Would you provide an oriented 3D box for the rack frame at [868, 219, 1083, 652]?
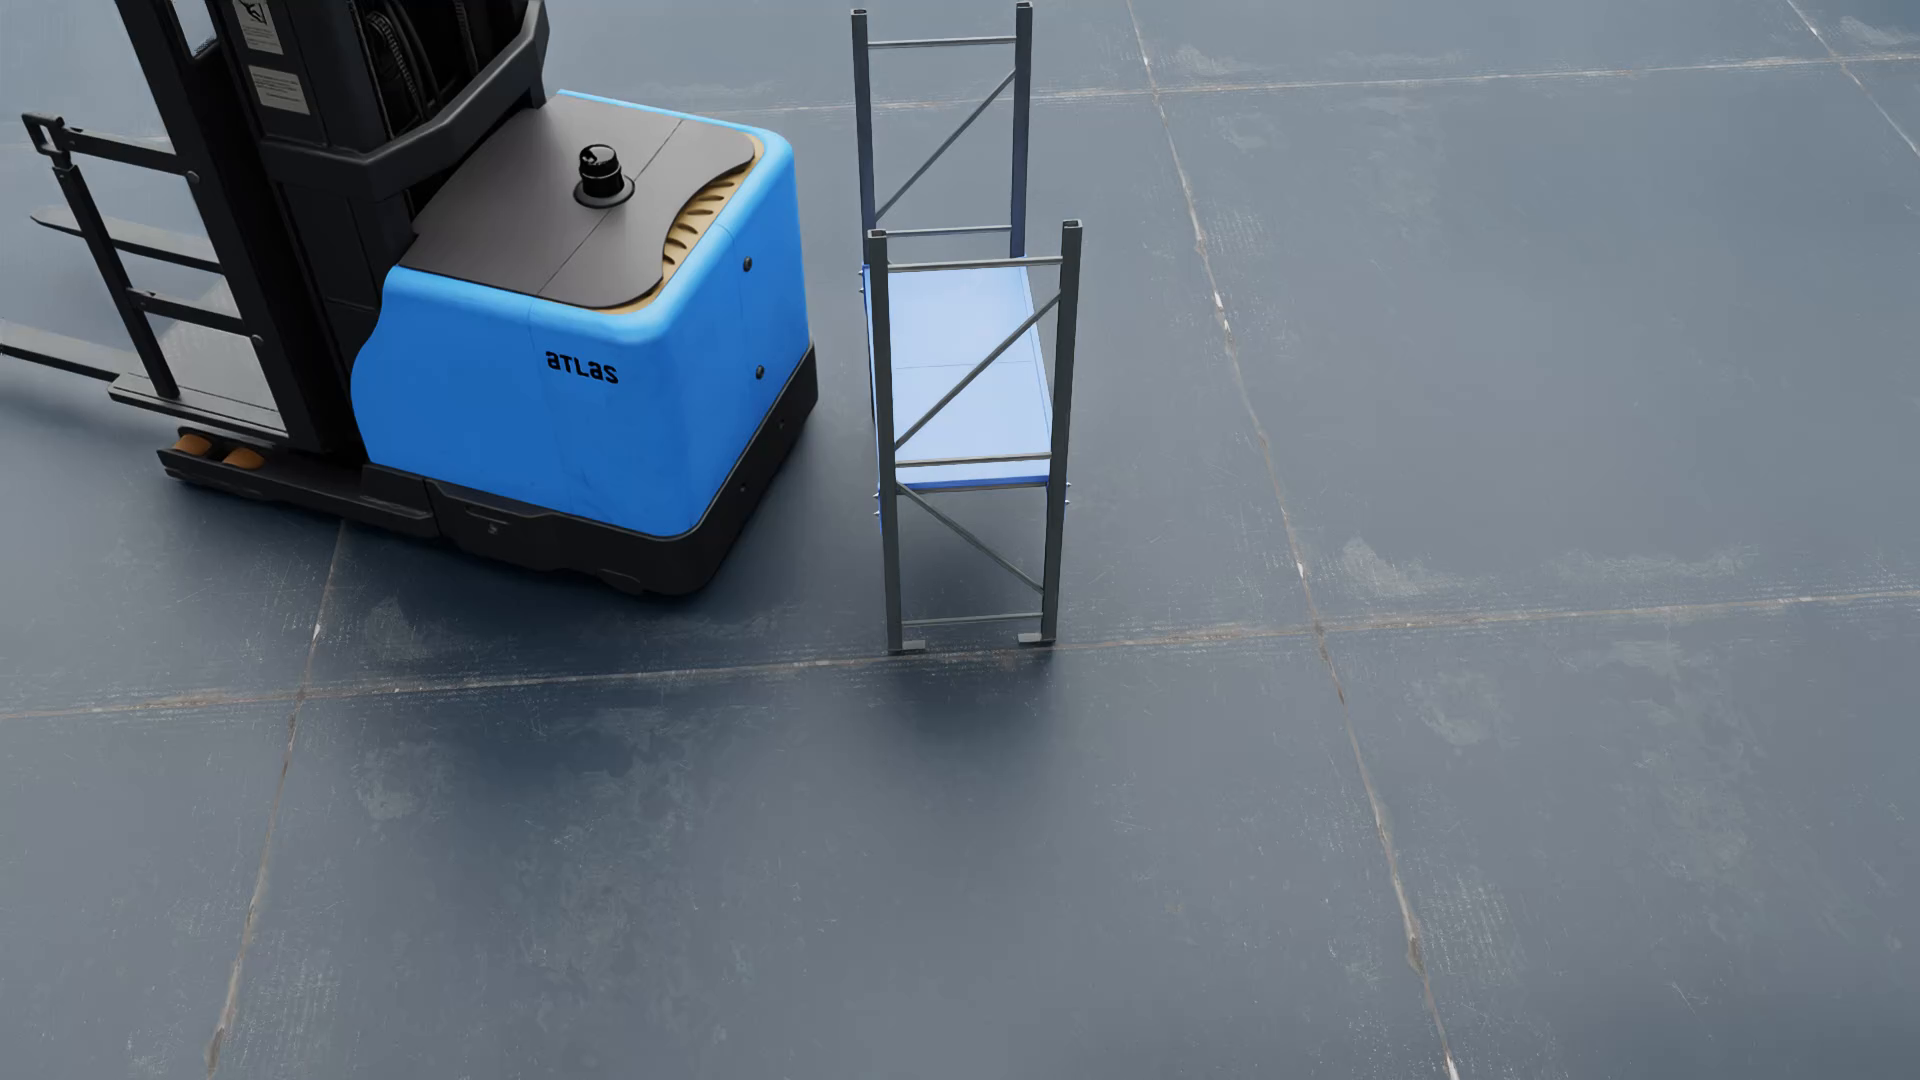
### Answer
[{"bbox_3d":[0.035,-0.210,4.416,0.500,1.500,0.032,-3,47,-3],"label":"rack frame"}]

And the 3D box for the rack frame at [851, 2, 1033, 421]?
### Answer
[{"bbox_3d":[-0.050,-0.945,5.112,0.500,1.500,0.032,-3,47,-3],"label":"rack frame"}]

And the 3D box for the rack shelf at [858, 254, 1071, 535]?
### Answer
[{"bbox_3d":[-0.007,-0.454,4.895,0.538,0.185,1.000,-3,47,-3],"label":"rack shelf"}]

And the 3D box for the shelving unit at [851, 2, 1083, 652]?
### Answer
[{"bbox_3d":[-0.007,-0.577,4.764,0.538,1.500,1.048,-3,47,-3],"label":"shelving unit"}]

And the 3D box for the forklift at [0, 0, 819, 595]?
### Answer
[{"bbox_3d":[-2.051,-1.489,4.642,3.031,2.935,1.130,14,48,13],"label":"forklift"}]
